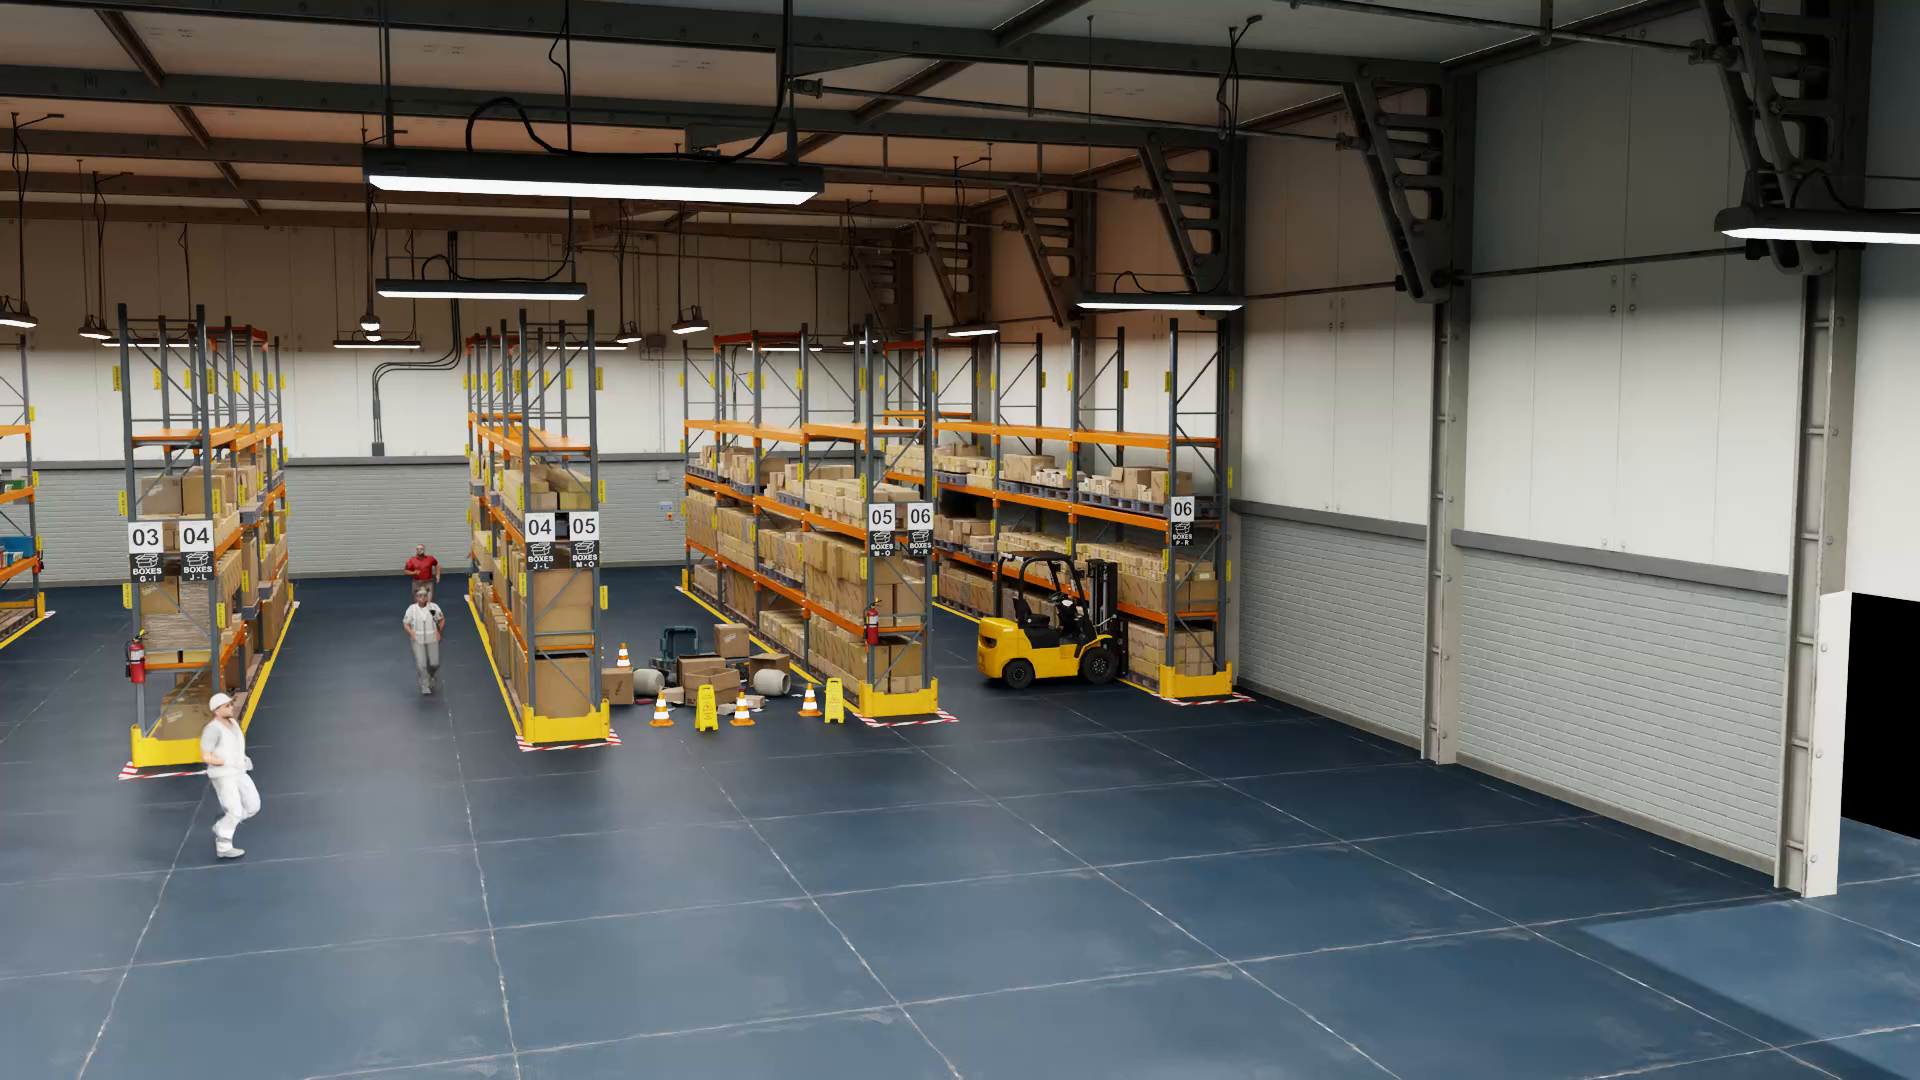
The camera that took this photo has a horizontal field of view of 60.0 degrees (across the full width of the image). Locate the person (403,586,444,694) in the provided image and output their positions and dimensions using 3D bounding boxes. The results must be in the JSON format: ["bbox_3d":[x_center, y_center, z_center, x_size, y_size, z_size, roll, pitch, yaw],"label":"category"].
[{"bbox_3d":[-8.593,1.603,26.704,0.640,1.736,0.592,-2,6,-22],"label":"person"}]

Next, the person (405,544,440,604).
[{"bbox_3d":[-10.871,0.941,33.635,0.669,1.708,1.042,-2,6,-16],"label":"person"}]

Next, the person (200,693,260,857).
[{"bbox_3d":[-7.663,2.473,17.497,0.598,1.740,0.648,1,6,10],"label":"person"}]

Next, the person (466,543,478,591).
[{"bbox_3d":[-11.518,0.424,39.583,0.671,1.682,0.769,0,5,0],"label":"person"}]
